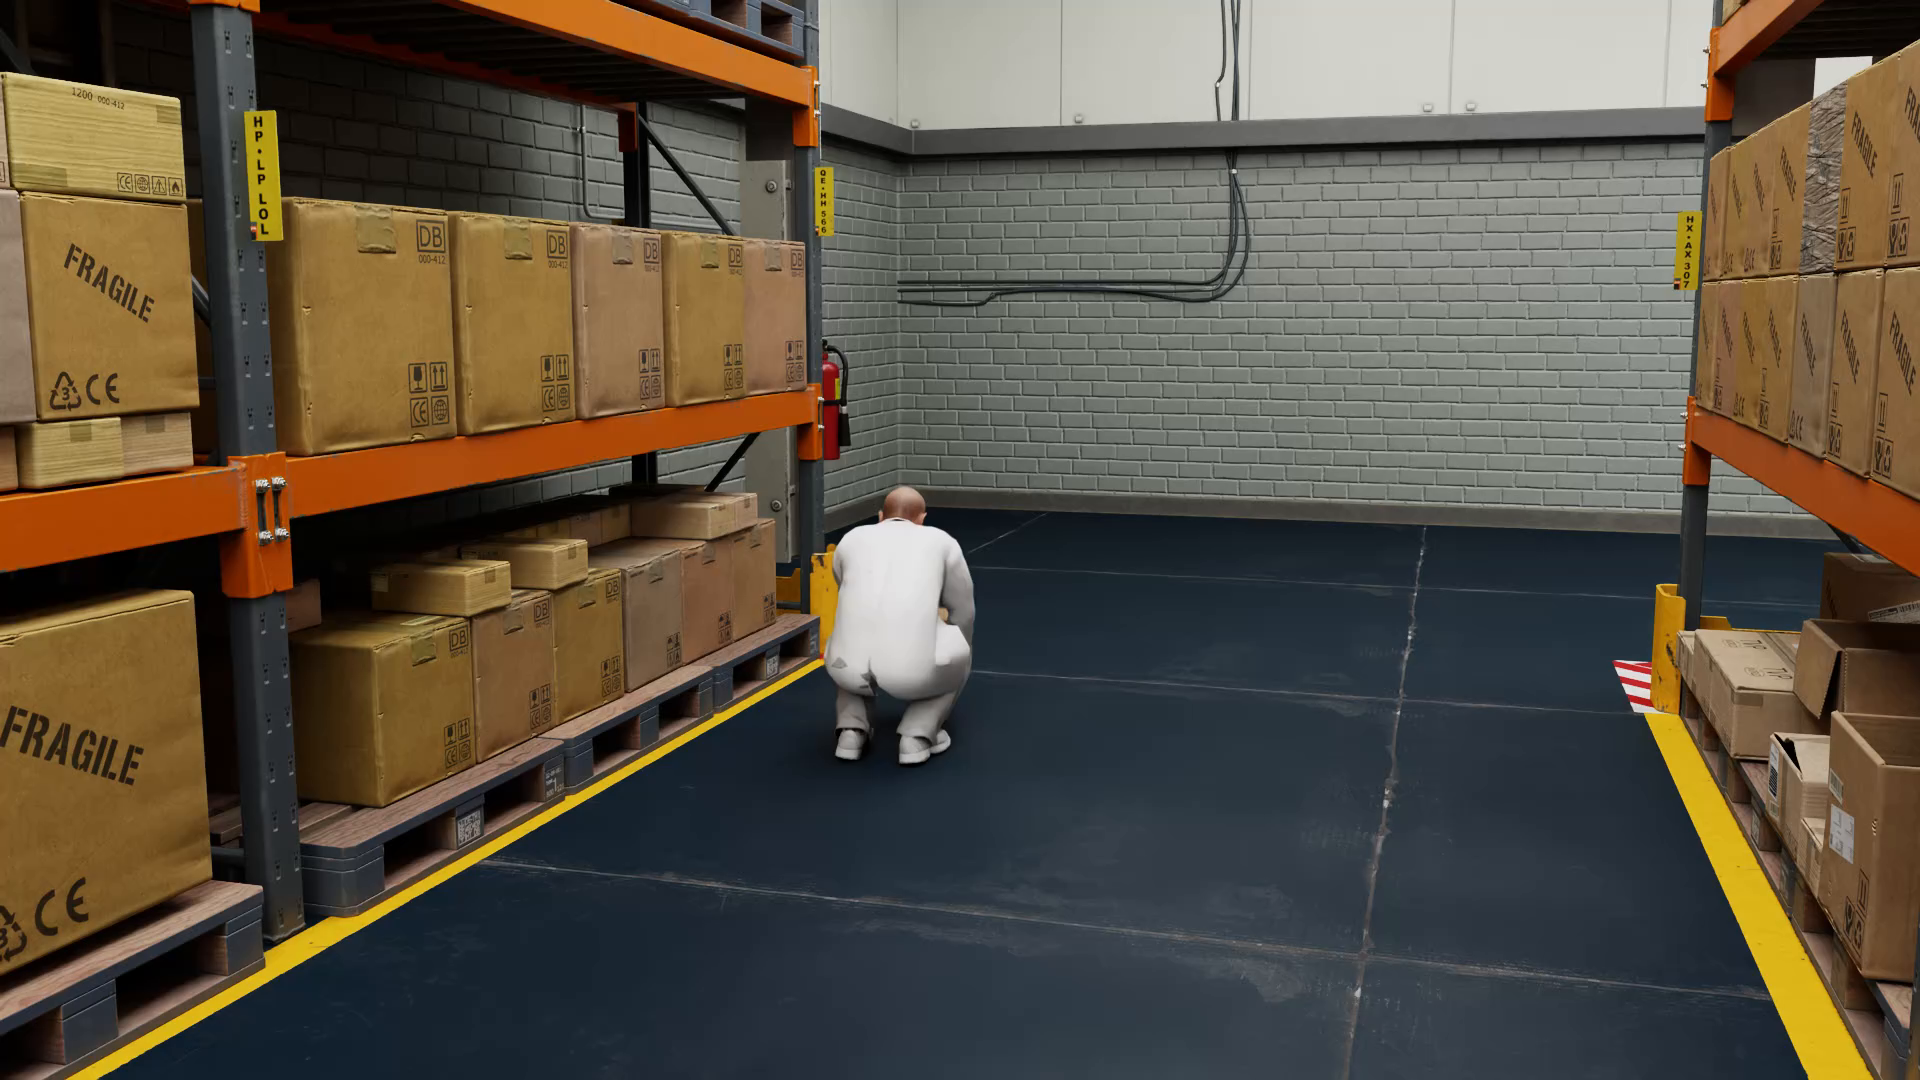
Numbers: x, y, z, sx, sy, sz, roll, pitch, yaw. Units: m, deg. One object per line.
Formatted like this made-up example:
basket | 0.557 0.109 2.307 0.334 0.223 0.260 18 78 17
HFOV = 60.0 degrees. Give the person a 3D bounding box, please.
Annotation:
person | -0.229 0.311 6.505 0.591 0.993 0.917 2 8 15
